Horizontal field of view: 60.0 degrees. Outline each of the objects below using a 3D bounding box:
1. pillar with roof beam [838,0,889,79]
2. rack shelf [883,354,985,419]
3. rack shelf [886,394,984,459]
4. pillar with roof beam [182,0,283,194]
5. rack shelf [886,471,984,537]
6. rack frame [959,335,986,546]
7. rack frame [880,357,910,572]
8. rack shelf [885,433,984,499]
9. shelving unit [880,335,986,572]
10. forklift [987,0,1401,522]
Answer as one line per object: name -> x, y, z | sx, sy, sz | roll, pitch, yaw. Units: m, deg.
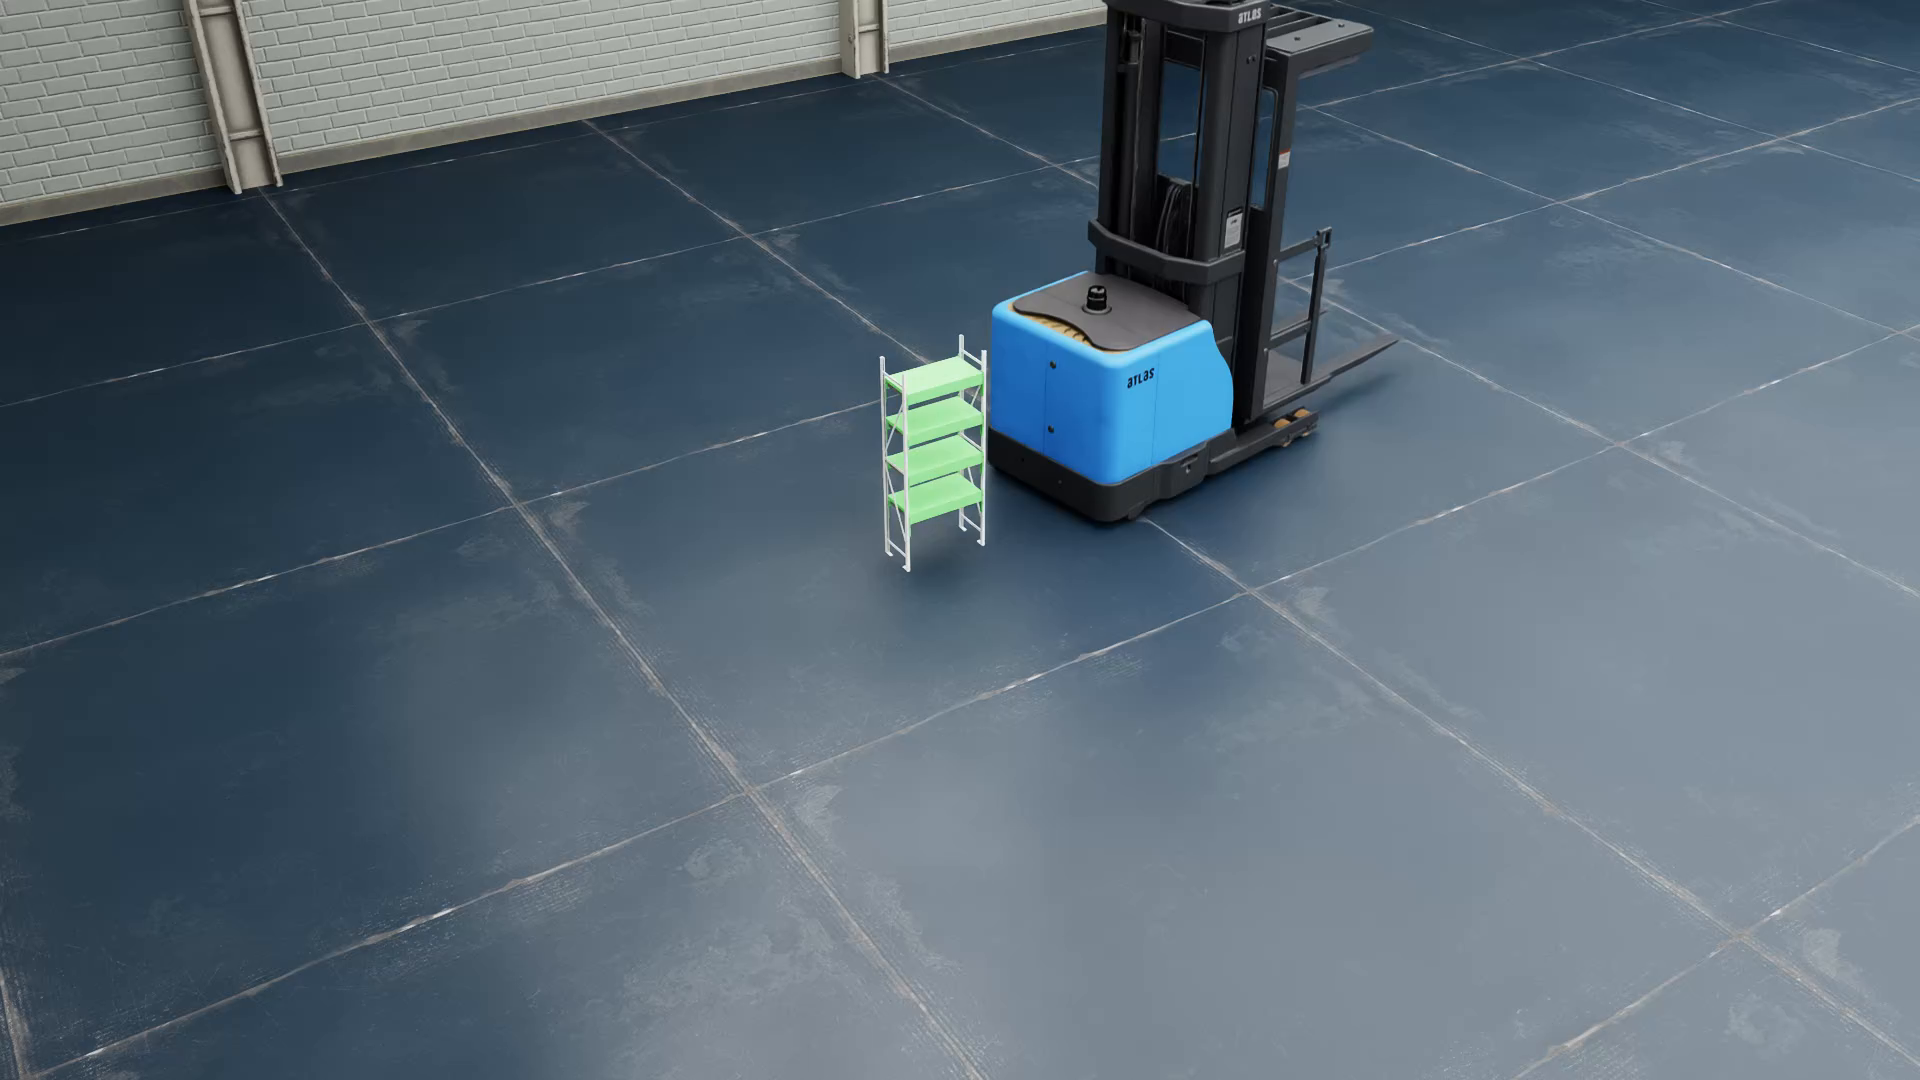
pillar with roof beam -> 1.365, -6.642, 11.466 | 0.400, 9.000, 9.100 | -19, 37, -27
rack shelf -> -0.139, -0.812, 8.754 | 0.480, 0.148, 0.258 | -19, 37, -27
rack shelf -> -0.139, -0.609, 8.882 | 0.480, 0.148, 0.258 | -19, 37, -27
pillar with roof beam -> -3.678, -4.908, 8.717 | 0.400, 9.000, 9.100 | -19, 37, -27
rack shelf -> -0.139, -0.203, 9.138 | 0.480, 0.148, 0.258 | -19, 37, -27
rack frame -> 0.066, -0.530, 9.087 | 0.015, 1.200, 0.240 | -19, 37, -27
rack frame -> -0.344, -0.389, 8.864 | 0.015, 1.200, 0.240 | -19, 37, -27
rack shelf -> -0.139, -0.406, 9.010 | 0.480, 0.148, 0.258 | -19, 37, -27
shelving unit -> -0.139, -0.460, 8.976 | 0.503, 1.200, 0.258 | -19, 37, -27
forklift -> 1.599, -2.004, 9.801 | 3.031, 2.935, 1.130 | -26, 40, -34
